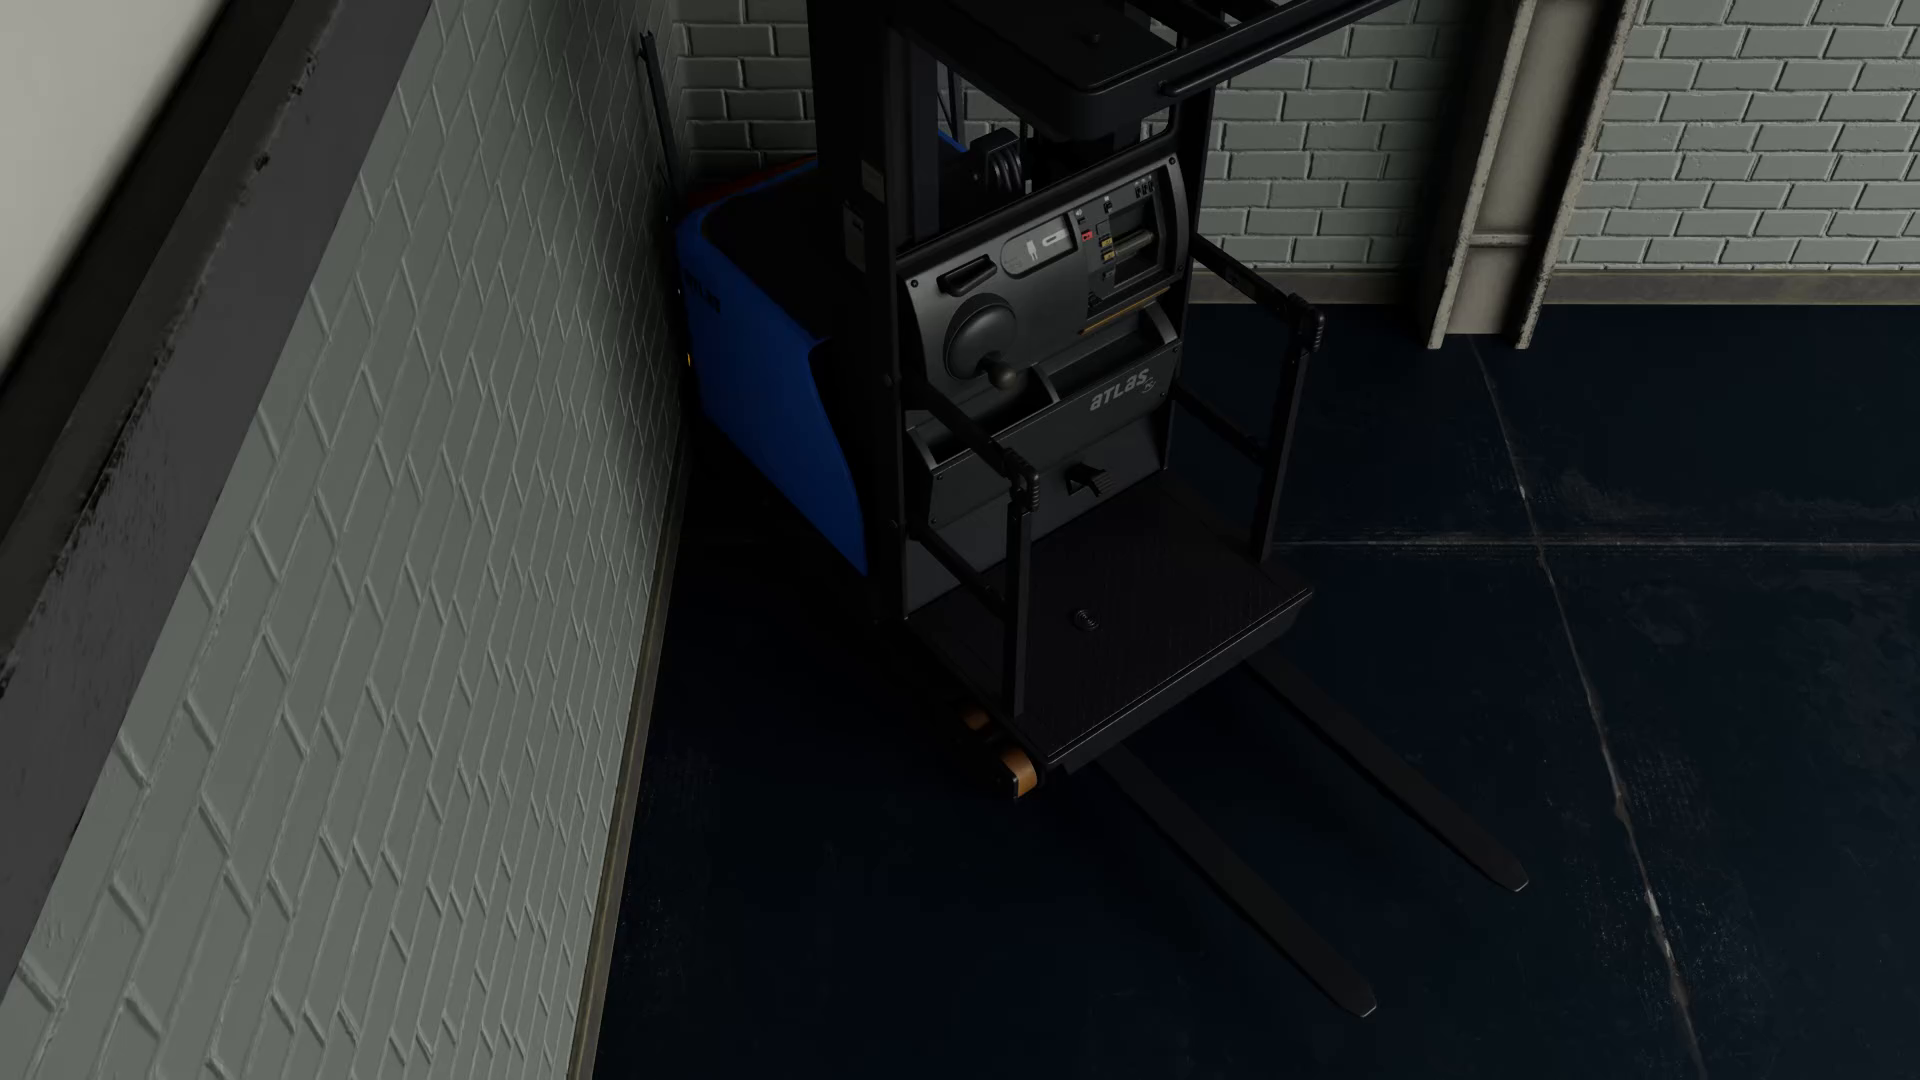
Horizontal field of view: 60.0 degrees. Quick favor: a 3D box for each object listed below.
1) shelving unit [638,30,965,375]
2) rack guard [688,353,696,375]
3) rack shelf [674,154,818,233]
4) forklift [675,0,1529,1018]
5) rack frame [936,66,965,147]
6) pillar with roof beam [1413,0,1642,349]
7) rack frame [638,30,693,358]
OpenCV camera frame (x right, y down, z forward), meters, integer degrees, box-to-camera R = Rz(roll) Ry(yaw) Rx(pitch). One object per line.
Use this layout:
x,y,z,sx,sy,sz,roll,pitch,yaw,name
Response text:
-0.549,-1.294,5.839,1.083,1.500,0.587,-22,45,-18,shelving unit
-0.948,-0.657,6.109,0.087,0.250,0.587,-22,45,-18,rack guard
-0.545,-1.159,5.958,1.000,0.185,0.538,-22,45,-18,rack shelf
0.380,-0.638,4.341,1.130,2.935,3.031,-29,54,-25,forklift
-0.108,-1.474,5.991,0.032,1.500,0.500,-22,45,-18,rack frame
1.988,-0.769,0.318,0.400,9.000,9.100,0,47,0,pillar with roof beam
-1.005,-1.109,5.681,0.032,1.500,0.500,-22,45,-18,rack frame
